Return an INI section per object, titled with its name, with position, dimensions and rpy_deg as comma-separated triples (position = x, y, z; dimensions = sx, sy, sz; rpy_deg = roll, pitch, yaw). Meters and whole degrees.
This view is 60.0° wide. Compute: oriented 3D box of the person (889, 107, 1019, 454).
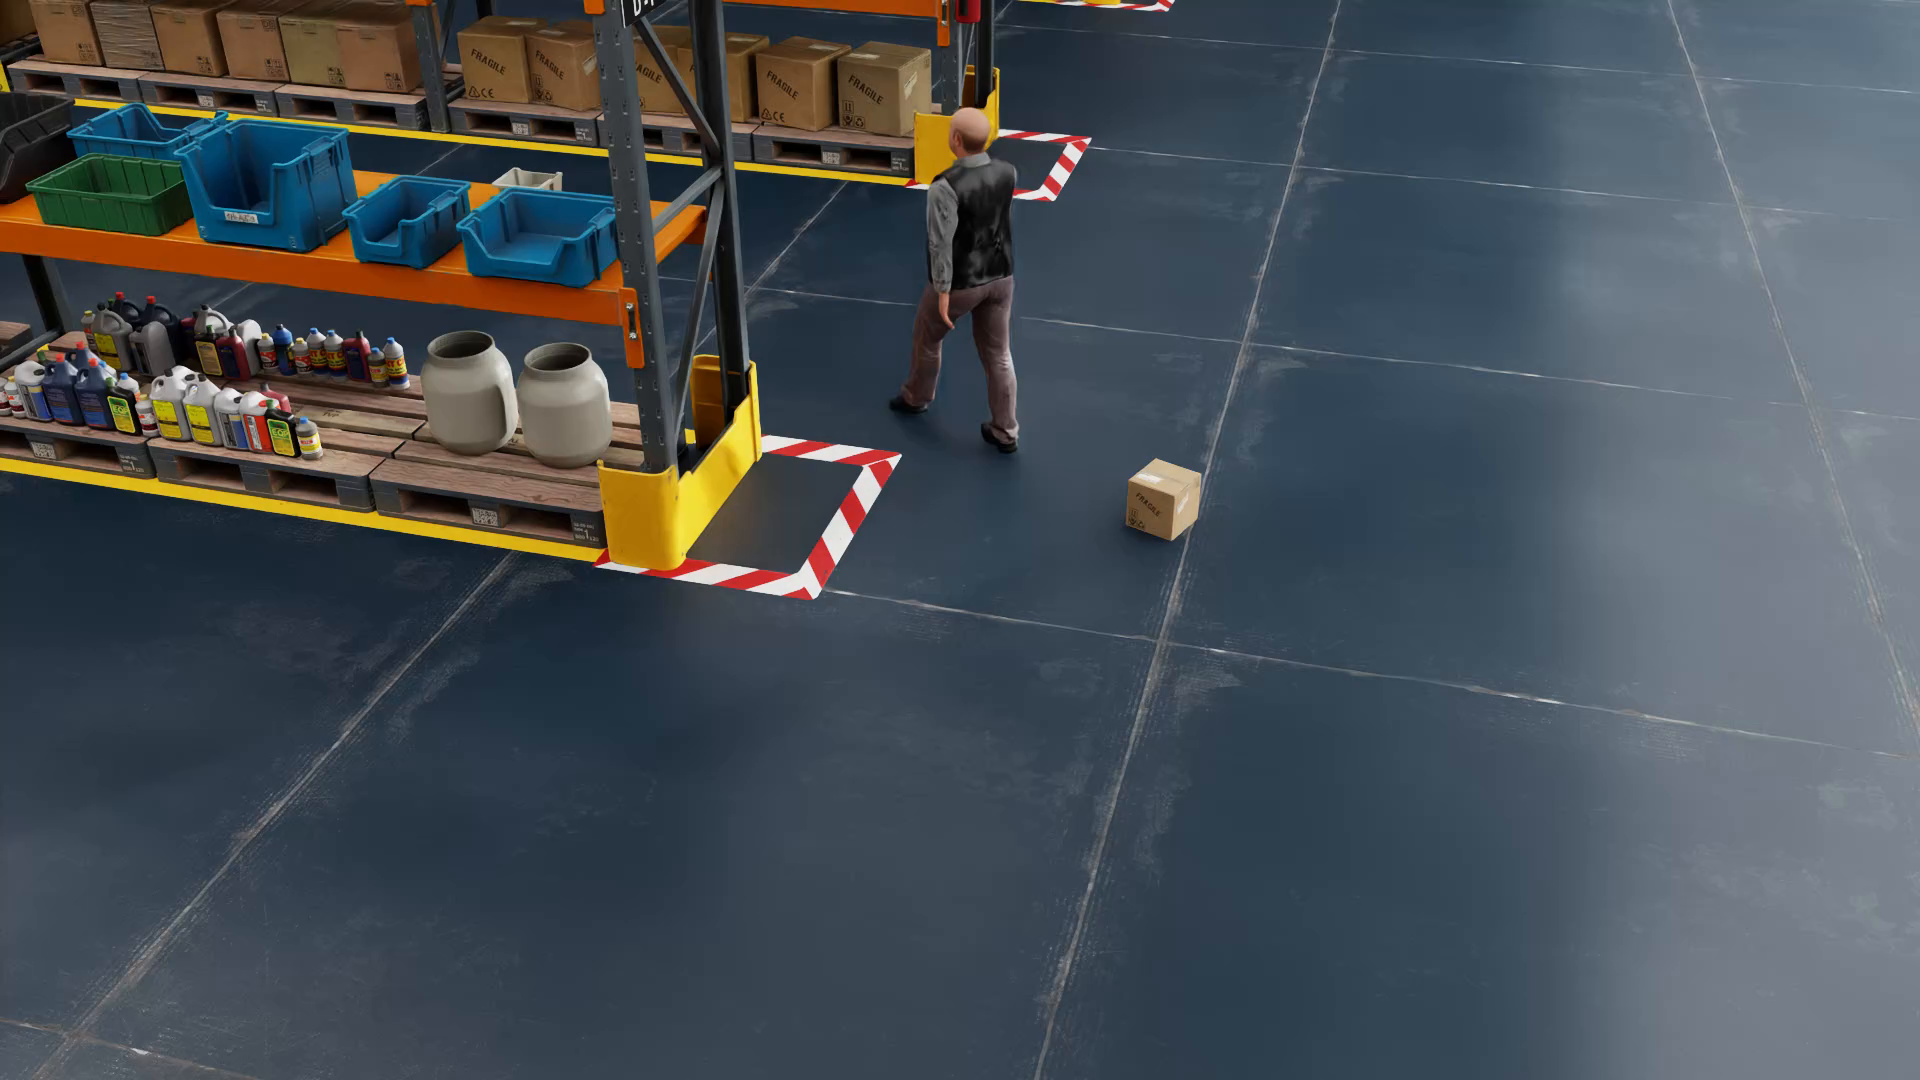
[person]
position = 0.001, -1.304, 8.186
dimensions = 0.546, 1.712, 0.887
rpy_deg = -18, 37, -26
